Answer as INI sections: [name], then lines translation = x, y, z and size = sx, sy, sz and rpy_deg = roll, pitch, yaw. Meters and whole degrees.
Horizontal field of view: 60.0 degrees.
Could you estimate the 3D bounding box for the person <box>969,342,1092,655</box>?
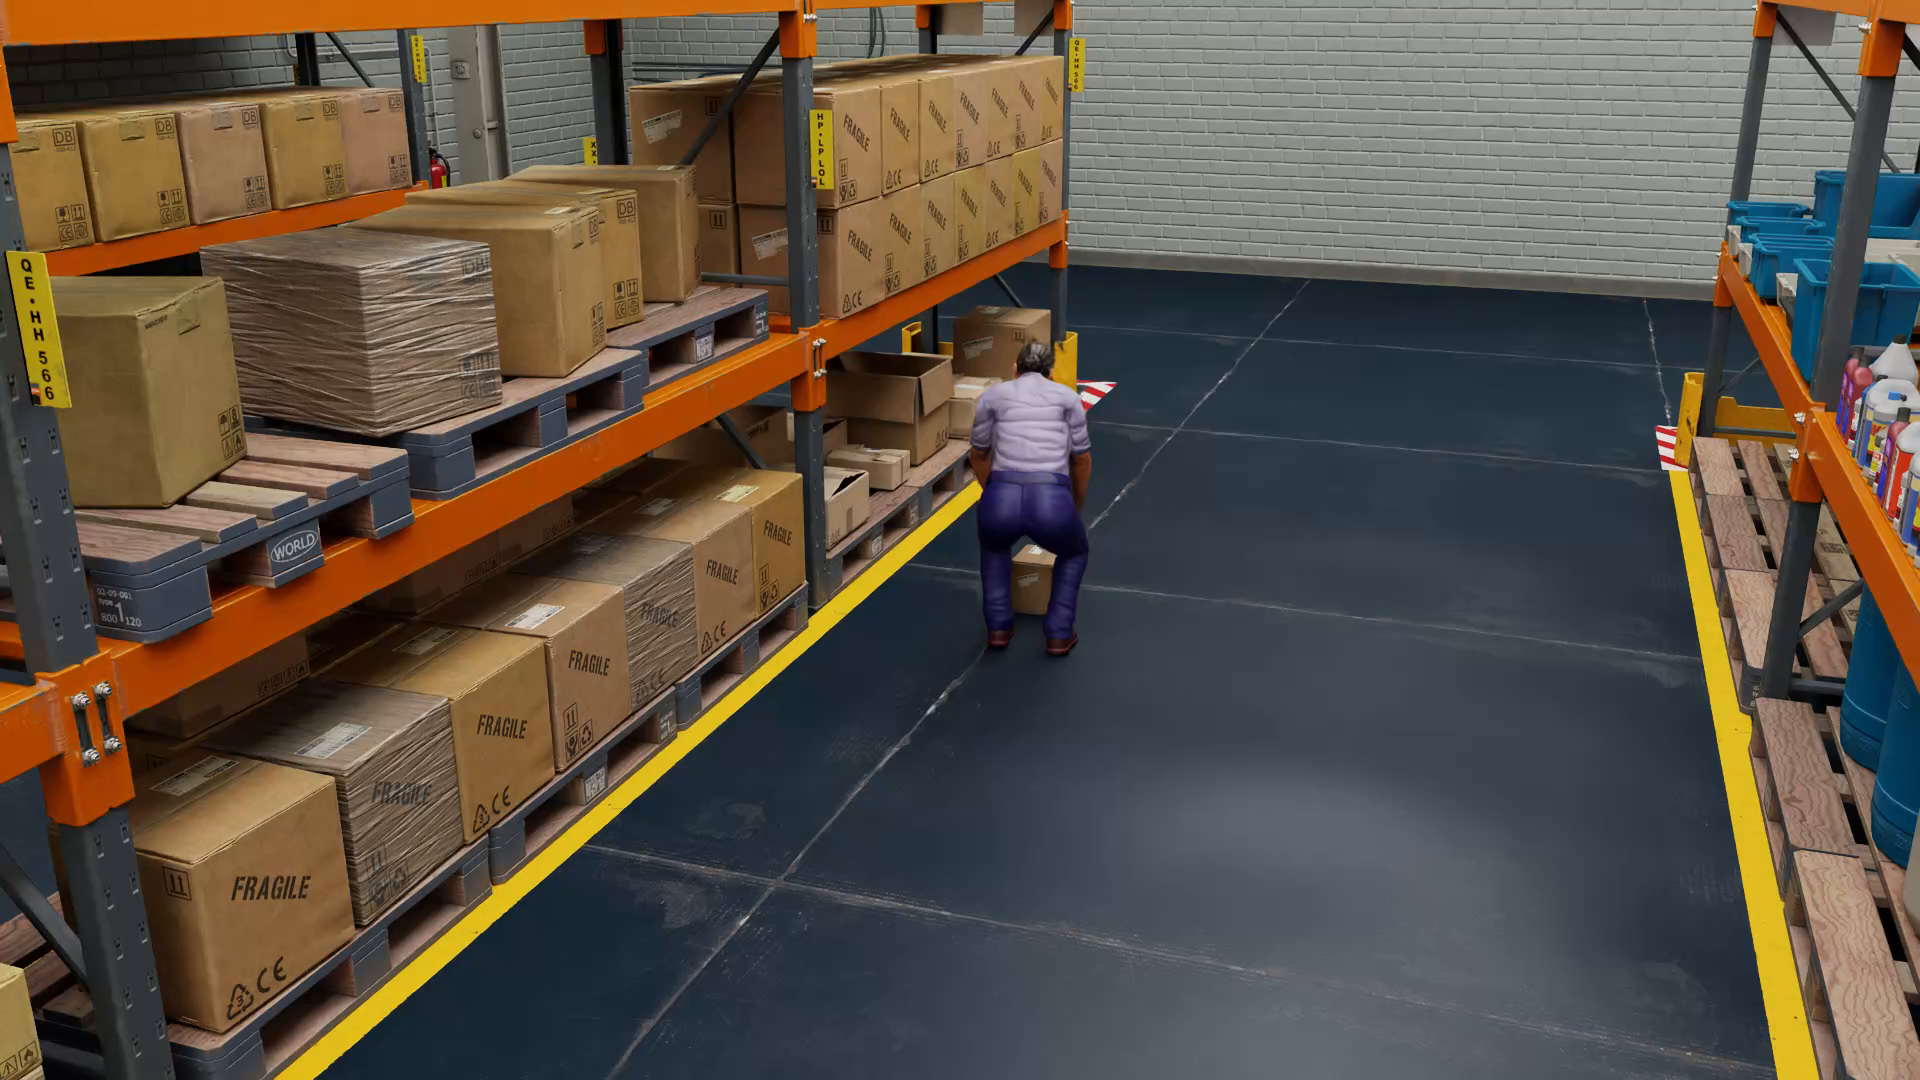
[person]
translation = 0.281, -0.166, 7.152
size = 0.537, 1.284, 0.704
rpy_deg = 4, 19, 11
